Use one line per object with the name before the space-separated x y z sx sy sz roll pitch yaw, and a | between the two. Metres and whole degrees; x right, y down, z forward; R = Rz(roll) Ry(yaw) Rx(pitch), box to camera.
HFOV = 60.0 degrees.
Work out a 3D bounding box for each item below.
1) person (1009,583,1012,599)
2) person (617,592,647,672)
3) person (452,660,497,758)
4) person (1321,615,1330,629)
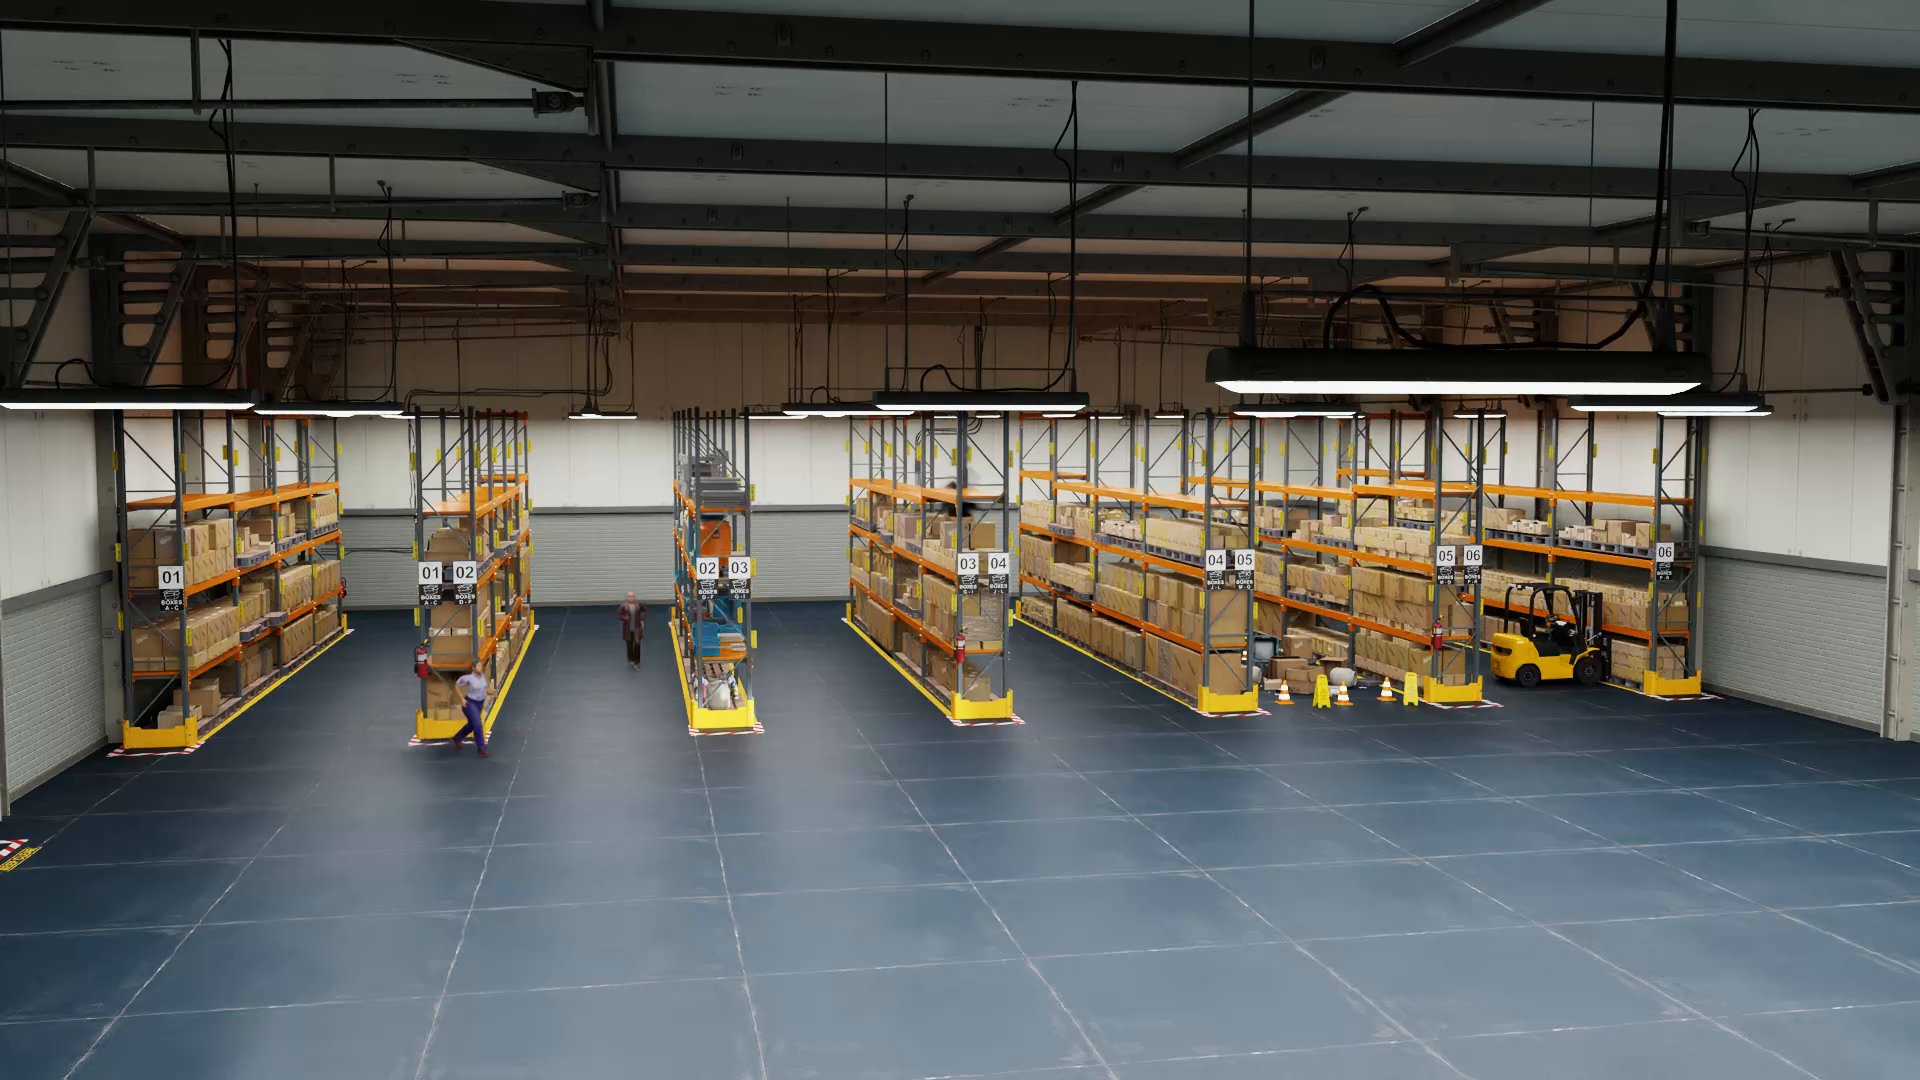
person | 1.102 1.623 44.957 0.664 1.750 1.019 0 4 -4
person | -7.580 2.112 38.412 0.687 1.851 0.867 -1 4 -11
person | -8.386 2.886 28.597 0.912 1.636 0.570 2 4 20
person | 9.782 1.733 44.267 0.670 1.703 0.687 -1 4 -10
